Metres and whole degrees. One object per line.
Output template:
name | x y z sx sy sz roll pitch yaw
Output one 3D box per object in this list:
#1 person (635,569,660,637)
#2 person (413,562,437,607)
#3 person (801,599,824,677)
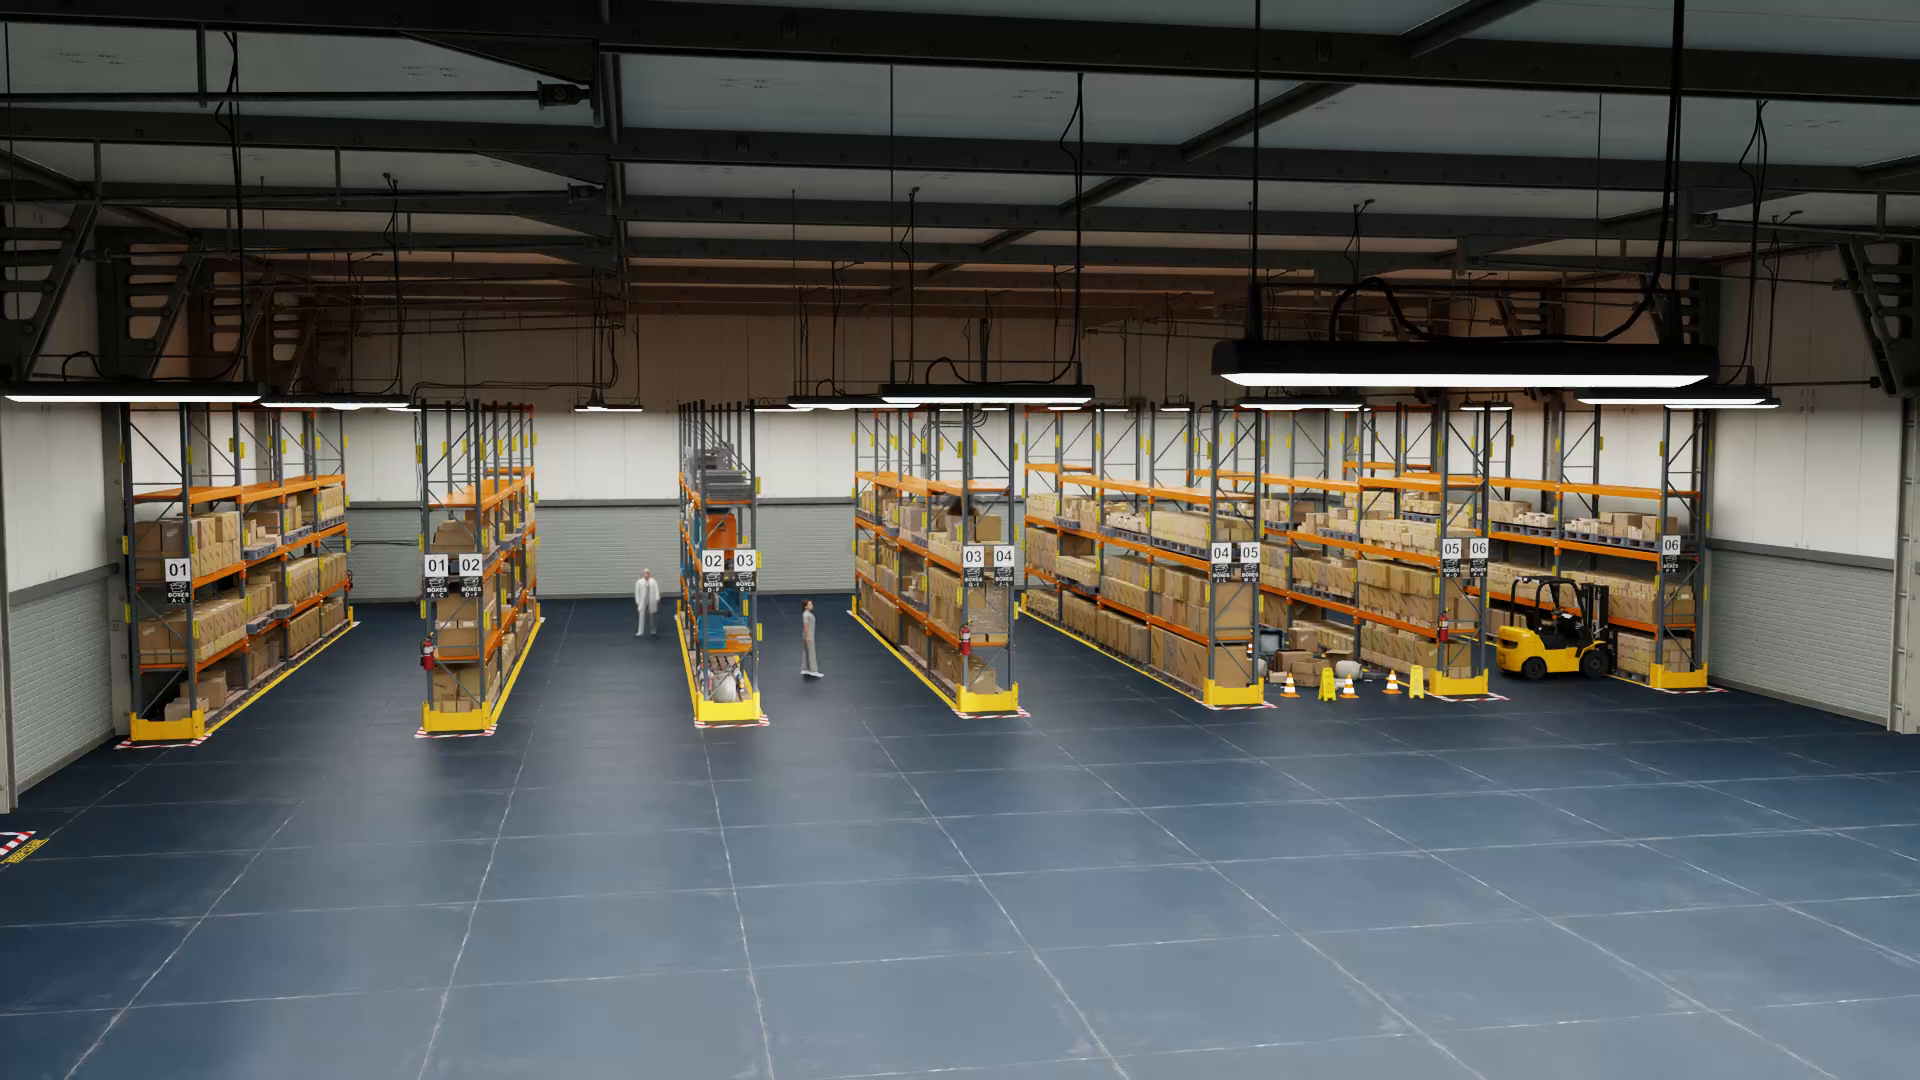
person | -8.058 1.611 42.817 0.672 1.723 1.071 0 4 4
person | -15.583 1.202 48.937 0.967 1.686 0.592 1 4 7
person | -3.250 2.141 36.527 0.510 1.688 0.487 0 4 -3
